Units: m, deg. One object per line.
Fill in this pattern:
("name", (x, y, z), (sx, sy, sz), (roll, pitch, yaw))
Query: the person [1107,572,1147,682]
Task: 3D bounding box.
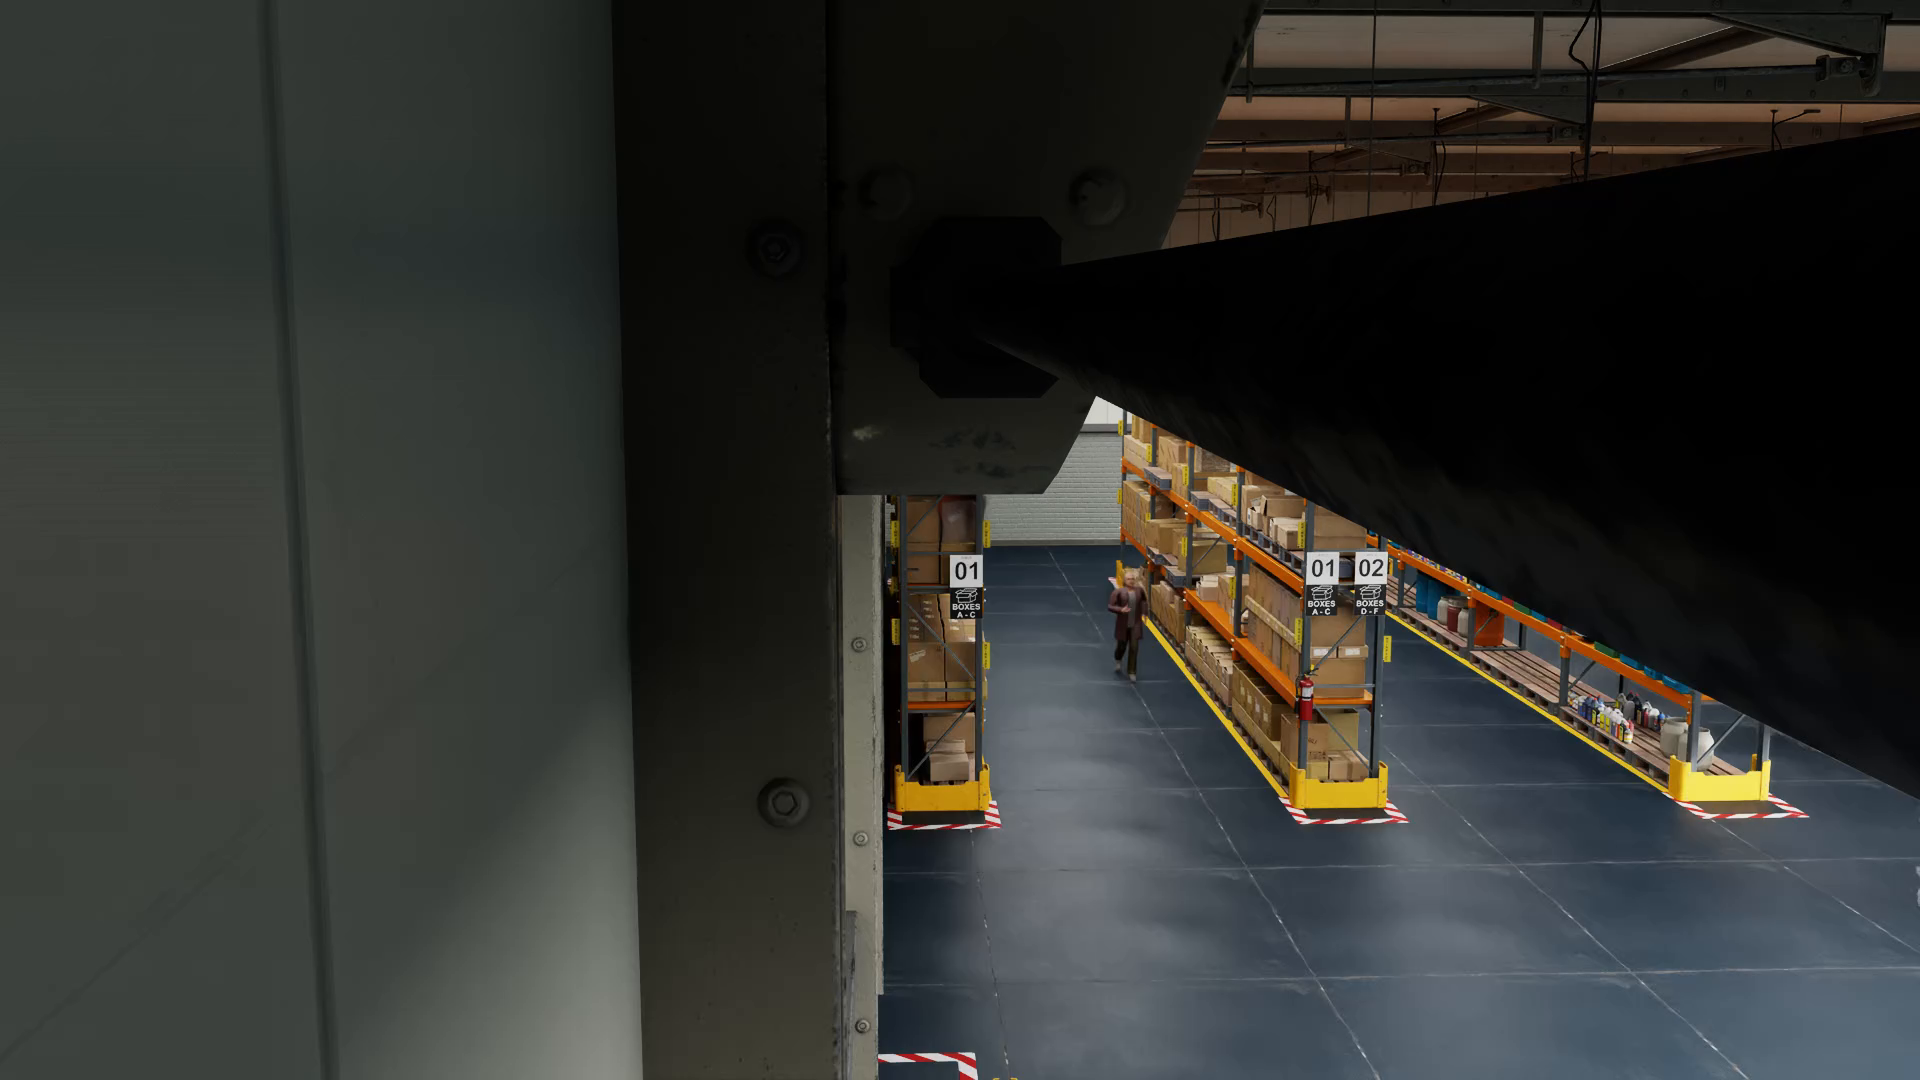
("person", (2.771, 1.398, 27.472), (0.718, 1.761, 0.965), (-1, 8, -7))
